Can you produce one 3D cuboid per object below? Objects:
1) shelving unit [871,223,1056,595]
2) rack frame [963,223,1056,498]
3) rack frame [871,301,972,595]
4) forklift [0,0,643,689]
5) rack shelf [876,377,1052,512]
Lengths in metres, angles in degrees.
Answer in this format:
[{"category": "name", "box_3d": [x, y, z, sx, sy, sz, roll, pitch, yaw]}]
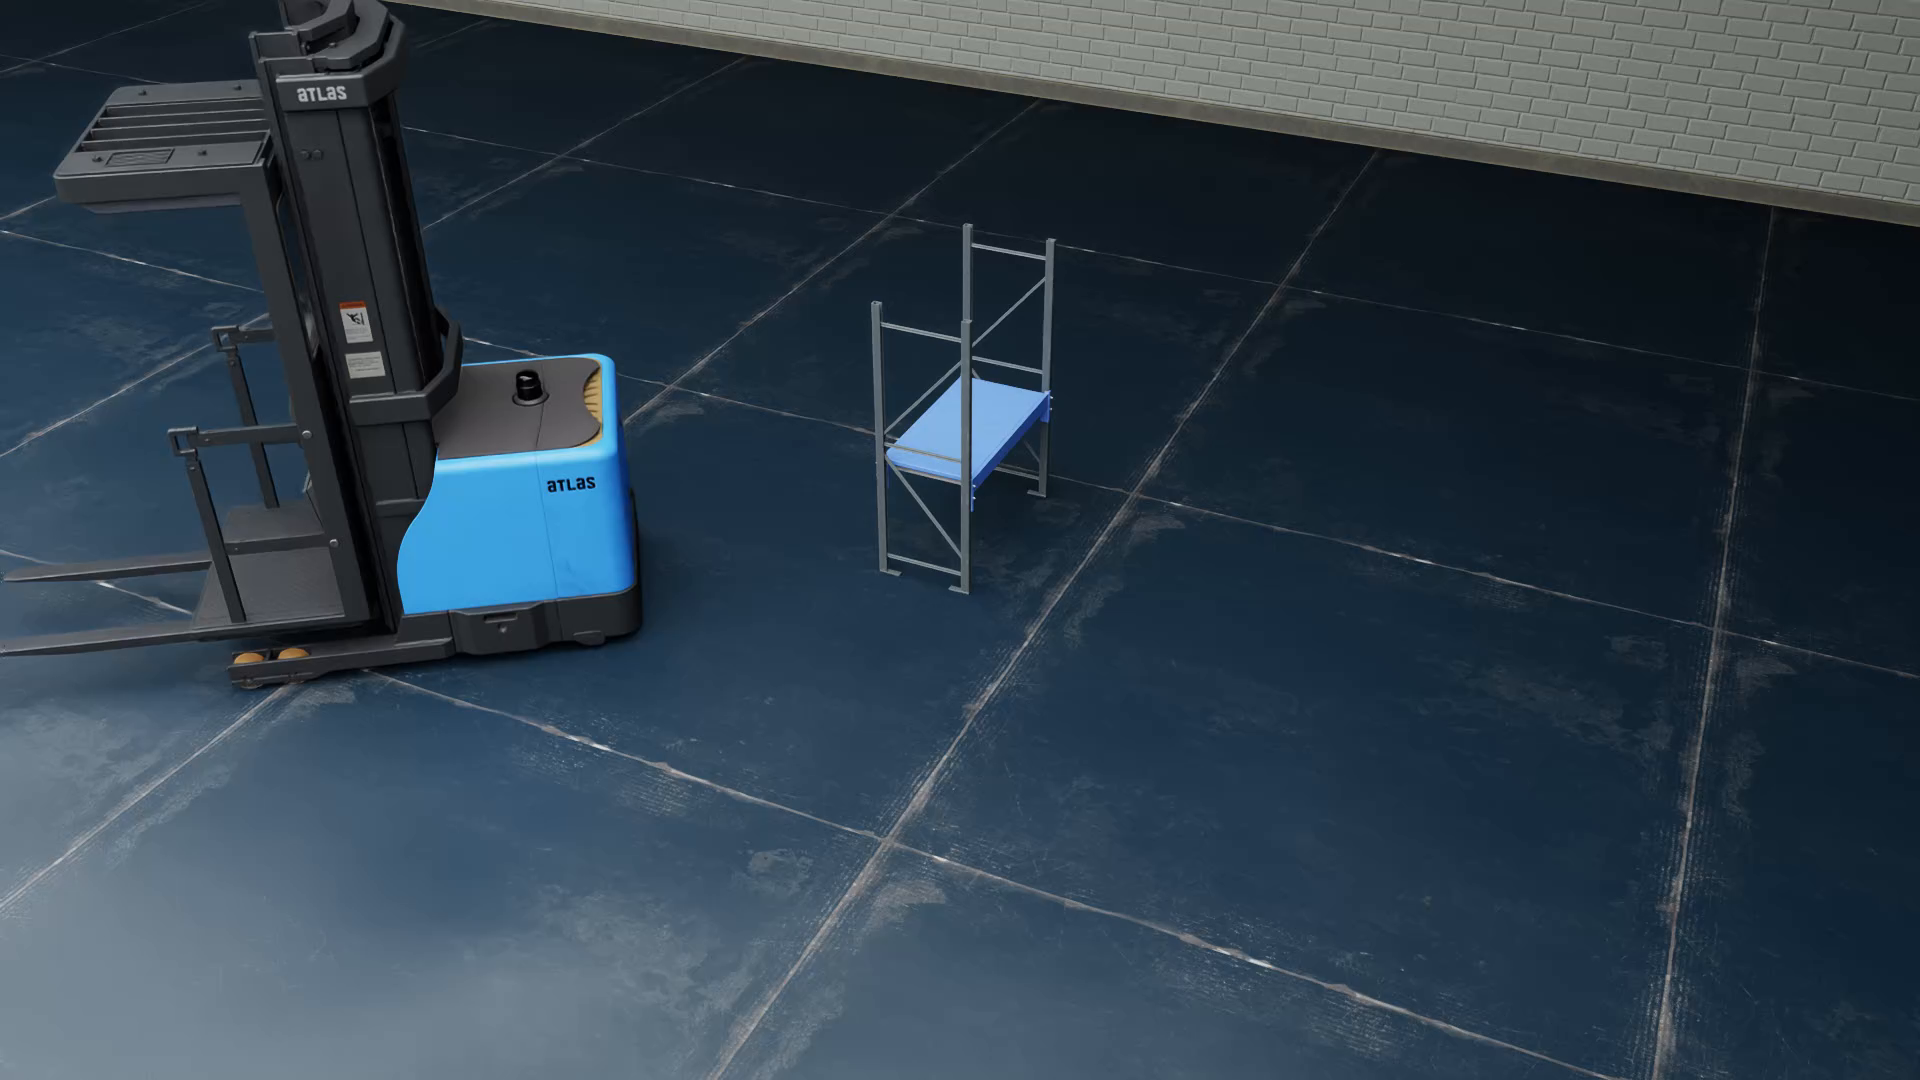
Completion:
[{"category": "shelving unit", "box_3d": [0.036, -0.670, 8.404, 0.538, 1.500, 1.048, 14, 36, 20]}, {"category": "rack frame", "box_3d": [0.248, -0.923, 8.790, 0.500, 1.500, 0.032, 14, 36, 20]}, {"category": "rack frame", "box_3d": [-0.177, -0.417, 8.017, 0.500, 1.500, 0.032, 14, 36, 20]}, {"category": "forklift", "box_3d": [-3.098, -0.852, 7.376, 3.031, 2.935, 1.130, -6, 34, -9]}, {"category": "rack shelf", "box_3d": [0.036, -0.519, 8.502, 0.538, 0.185, 1.000, 14, 36, 20]}]
